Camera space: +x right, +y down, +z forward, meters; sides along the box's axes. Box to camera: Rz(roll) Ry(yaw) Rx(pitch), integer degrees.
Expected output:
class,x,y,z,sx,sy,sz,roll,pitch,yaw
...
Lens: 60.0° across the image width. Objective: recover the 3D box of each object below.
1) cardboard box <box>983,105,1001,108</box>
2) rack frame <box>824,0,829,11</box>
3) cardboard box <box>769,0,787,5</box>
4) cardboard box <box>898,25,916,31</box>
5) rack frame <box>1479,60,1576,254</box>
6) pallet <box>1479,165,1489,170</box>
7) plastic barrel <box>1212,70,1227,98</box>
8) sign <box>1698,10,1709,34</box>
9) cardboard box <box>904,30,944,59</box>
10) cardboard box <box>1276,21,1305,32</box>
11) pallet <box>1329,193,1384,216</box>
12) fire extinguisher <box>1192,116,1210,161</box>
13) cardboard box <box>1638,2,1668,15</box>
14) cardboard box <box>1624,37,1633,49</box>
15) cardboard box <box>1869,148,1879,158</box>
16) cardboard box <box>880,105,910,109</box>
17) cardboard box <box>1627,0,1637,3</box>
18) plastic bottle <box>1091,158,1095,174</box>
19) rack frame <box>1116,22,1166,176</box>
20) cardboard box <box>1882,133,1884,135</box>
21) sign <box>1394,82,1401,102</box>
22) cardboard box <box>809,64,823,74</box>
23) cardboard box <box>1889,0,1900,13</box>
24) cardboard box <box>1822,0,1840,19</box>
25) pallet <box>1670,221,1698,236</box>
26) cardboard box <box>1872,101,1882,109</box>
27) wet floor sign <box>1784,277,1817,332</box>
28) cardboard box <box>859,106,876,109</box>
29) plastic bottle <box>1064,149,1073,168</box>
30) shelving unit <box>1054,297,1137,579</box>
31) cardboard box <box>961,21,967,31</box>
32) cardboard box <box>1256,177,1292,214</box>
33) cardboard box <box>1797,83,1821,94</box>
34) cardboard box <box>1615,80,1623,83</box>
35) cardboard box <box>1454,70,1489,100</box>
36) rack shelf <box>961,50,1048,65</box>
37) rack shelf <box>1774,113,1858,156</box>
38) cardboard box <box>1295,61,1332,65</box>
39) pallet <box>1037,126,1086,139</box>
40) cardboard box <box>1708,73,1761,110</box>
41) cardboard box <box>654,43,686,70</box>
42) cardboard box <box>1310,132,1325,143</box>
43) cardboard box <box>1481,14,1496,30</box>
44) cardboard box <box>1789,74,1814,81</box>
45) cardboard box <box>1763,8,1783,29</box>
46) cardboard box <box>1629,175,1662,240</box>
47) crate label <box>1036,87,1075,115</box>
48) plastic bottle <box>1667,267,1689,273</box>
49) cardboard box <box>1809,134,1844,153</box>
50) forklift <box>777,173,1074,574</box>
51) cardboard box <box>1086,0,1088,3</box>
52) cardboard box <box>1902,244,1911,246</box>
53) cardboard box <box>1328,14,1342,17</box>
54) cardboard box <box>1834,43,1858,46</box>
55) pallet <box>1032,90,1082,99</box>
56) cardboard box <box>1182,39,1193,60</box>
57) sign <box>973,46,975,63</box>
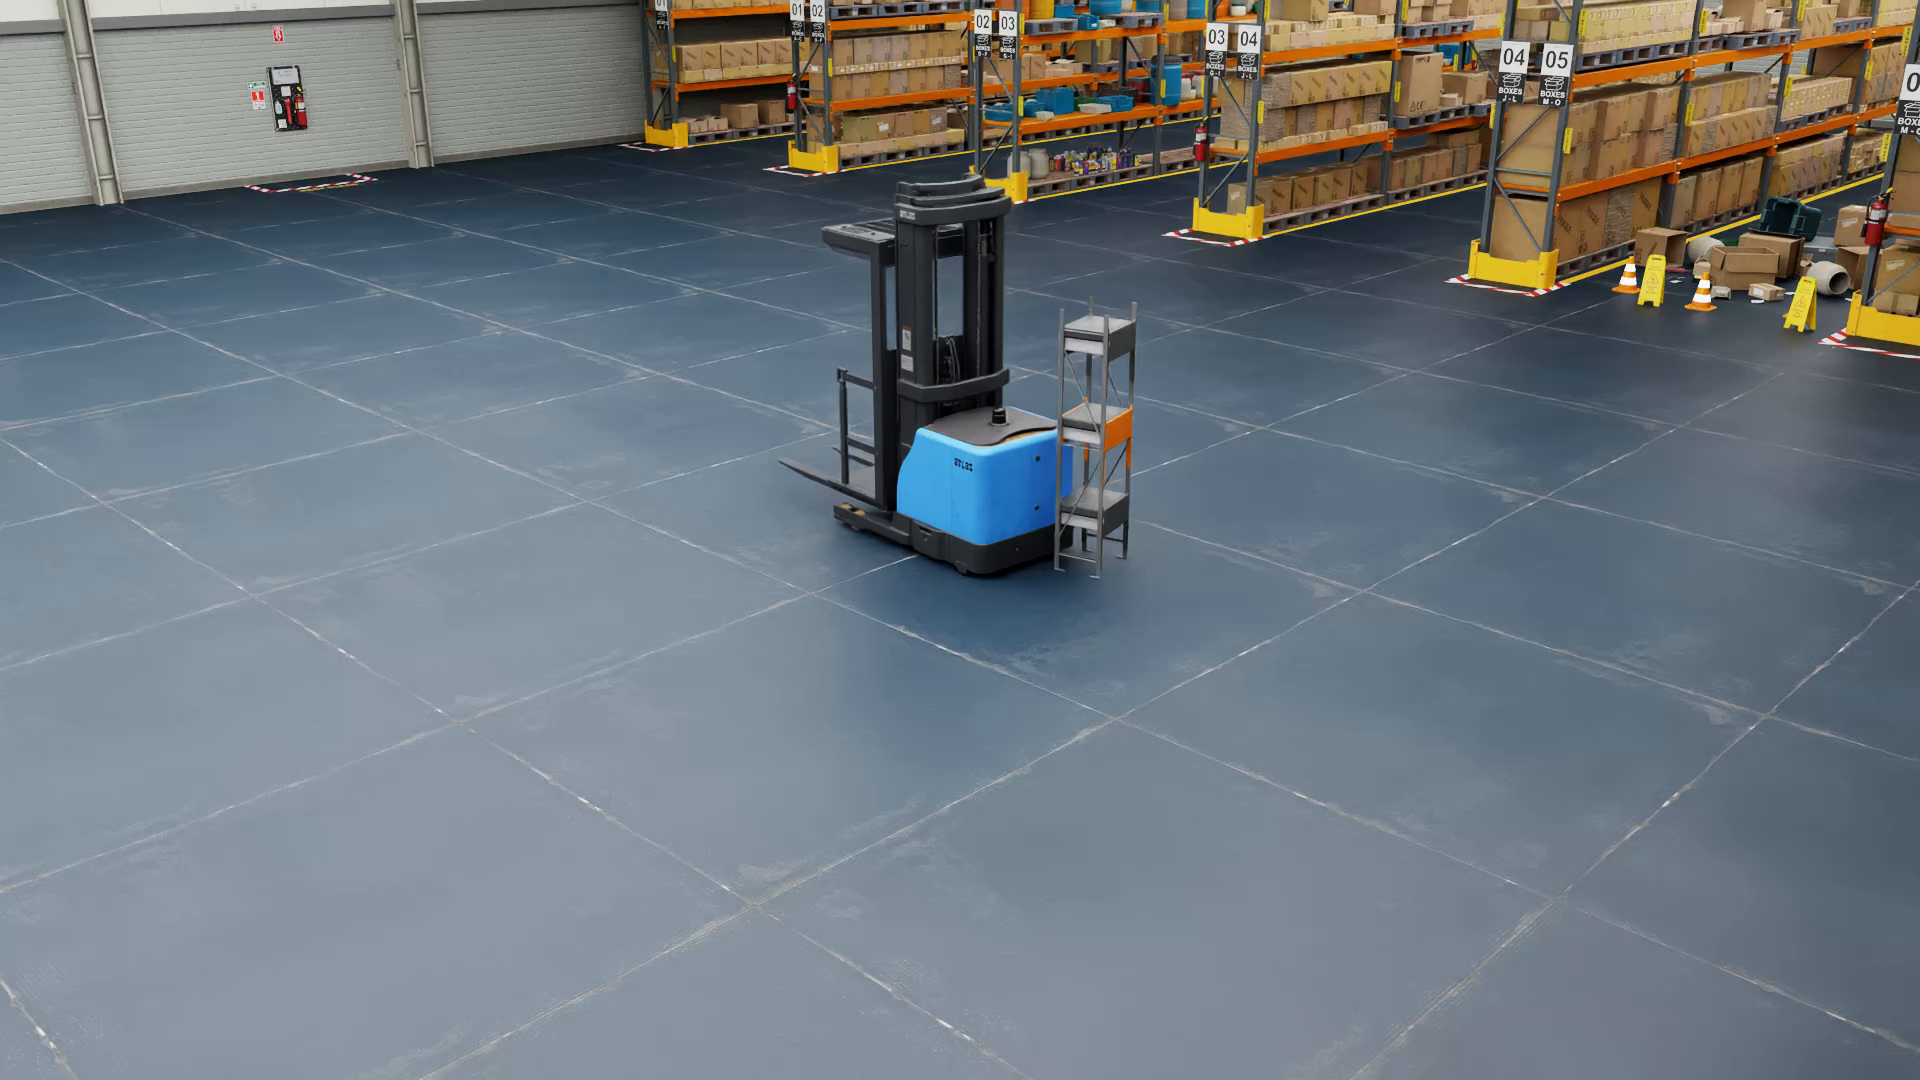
class,x,y,z,sx,sy,sz,roll,pitch,yaw
cardboard box,0.691,-9.404,36.554,0.500,0.311,0.500,19,28,40
rack frame,-2.885,-11.563,31.343,1.000,3.000,0.127,19,28,41
cardboard box,-4.183,-12.168,36.930,0.500,0.500,0.500,16,26,36
cardboard box,-1.289,-12.431,40.305,0.380,0.149,0.250,14,25,32
rack frame,7.694,-5.015,22.669,1.000,3.000,0.127,19,28,41
pallet,10.395,-7.221,32.295,1.003,0.211,1.213,19,28,41
plastic barrel,5.090,-9.105,33.120,0.433,0.535,0.433,0,21,0
sign,10.883,-7.583,24.339,0.100,0.325,0.005,19,28,41
cardboard box,-0.751,-10.198,34.204,0.700,0.500,0.500,19,28,41
cardboard box,5.147,-8.002,25.913,0.250,0.149,0.380,-19,28,-40
pallet,6.558,-5.828,28.670,1.003,0.211,1.213,19,28,41
fire extinguisher,3.800,-6.333,26.204,0.296,0.674,0.183,19,28,41
cardboard box,9.751,-7.507,23.484,0.380,0.149,0.250,19,28,41
cardboard box,9.043,-6.873,22.947,0.380,0.149,0.250,19,28,40
cardboard box,17.424,-7.459,32.000,0.380,0.149,0.250,19,28,40
cardboard box,-1.340,-8.756,34.603,0.500,0.500,0.500,19,28,41
cardboard box,9.633,-7.802,24.252,0.380,0.149,0.250,19,28,40
plastic bottle,2.459,-6.956,30.908,0.097,0.271,0.097,0,21,0
rack frame,3.452,-8.551,31.867,1.000,3.000,0.127,19,28,41
cardboard box,18.362,-7.923,32.793,0.380,0.149,0.250,18,28,39
sign,7.395,-7.581,28.138,0.100,0.325,0.005,19,28,41
cardboard box,-2.755,-9.258,32.665,0.380,0.149,0.250,19,28,40
cardboard box,16.924,-9.854,30.590,0.500,0.250,0.500,19,28,40
cardboard box,14.893,-9.380,29.115,0.797,0.503,0.637,19,28,40
pallet,10.968,-4.959,26.410,1.003,0.211,1.213,19,28,41
cardboard box,17.189,-8.257,31.454,0.250,0.149,0.380,-20,28,-41
wet floor sign,10.412,-2.922,20.506,0.232,0.644,0.267,-10,23,-24
cardboard box,-2.435,-10.528,39.884,0.700,0.500,0.500,20,28,41
plastic bottle,2.034,-7.210,31.459,0.185,0.351,0.144,-19,28,-40
shelving unit,1.048,-0.786,12.920,0.431,2.100,0.503,12,24,28
cardboard box,0.020,-12.794,41.279,0.500,0.250,0.500,19,28,40
cardboard box,5.051,-5.631,27.168,0.500,0.500,0.500,-12,24,-28
cardboard box,14.828,-7.900,29.110,0.380,0.149,0.250,19,28,40
cardboard box,13.448,-9.618,34.438,0.500,0.250,0.500,19,28,40
cardboard box,9.443,-8.433,30.836,0.500,0.500,0.500,15,26,34
rack shelf,0.540,-12.237,42.460,1.077,0.370,4.000,19,28,41
rack shelf,14.670,-7.250,29.486,1.077,0.370,4.000,19,28,41
cardboard box,5.808,-7.654,27.586,0.500,0.500,0.500,19,28,41
pallet,2.094,-9.316,37.745,1.003,0.211,1.213,19,28,41
cardboard box,12.602,-7.342,27.189,0.700,0.500,0.500,19,28,40
cardboard box,-6.260,-10.466,35.985,0.500,0.500,0.500,19,28,40
cardboard box,5.696,-6.540,26.987,0.380,0.149,0.250,19,28,41
cardboard box,9.299,-9.355,29.987,0.500,0.250,0.500,19,28,40
cardboard box,15.461,-8.470,30.594,0.250,0.149,0.380,-18,28,-39
cardboard box,12.760,-8.329,26.510,0.500,0.311,0.500,19,28,41
cardboard box,9.995,-5.104,25.275,0.875,0.875,0.875,-20,28,-41
crate label,1.752,-8.080,30.592,0.502,0.435,0.616,19,28,41
plastic bottle,10.248,-3.853,23.741,0.283,0.061,0.133,9,23,23
cardboard box,15.726,-7.225,30.270,0.500,0.250,0.500,18,28,39
forklift,-0.420,-1.556,13.763,1.130,2.935,3.031,-17,27,-37
cardboard box,2.976,-12.387,37.527,0.910,0.500,0.500,19,28,41
cardboard box,12.044,-3.471,20.854,0.500,0.500,0.500,-19,28,-40
cardboard box,6.071,-8.597,27.460,0.250,0.149,0.380,-19,28,-40
cardboard box,16.556,-9.075,31.284,0.500,0.500,0.500,18,28,39
pallet,2.521,-11.961,44.626,1.003,0.211,1.213,19,28,41
cardboard box,5.651,-12.087,40.928,0.500,0.500,0.500,-20,28,-41
sign,0.305,-10.094,34.565,0.100,0.325,0.005,19,28,41
